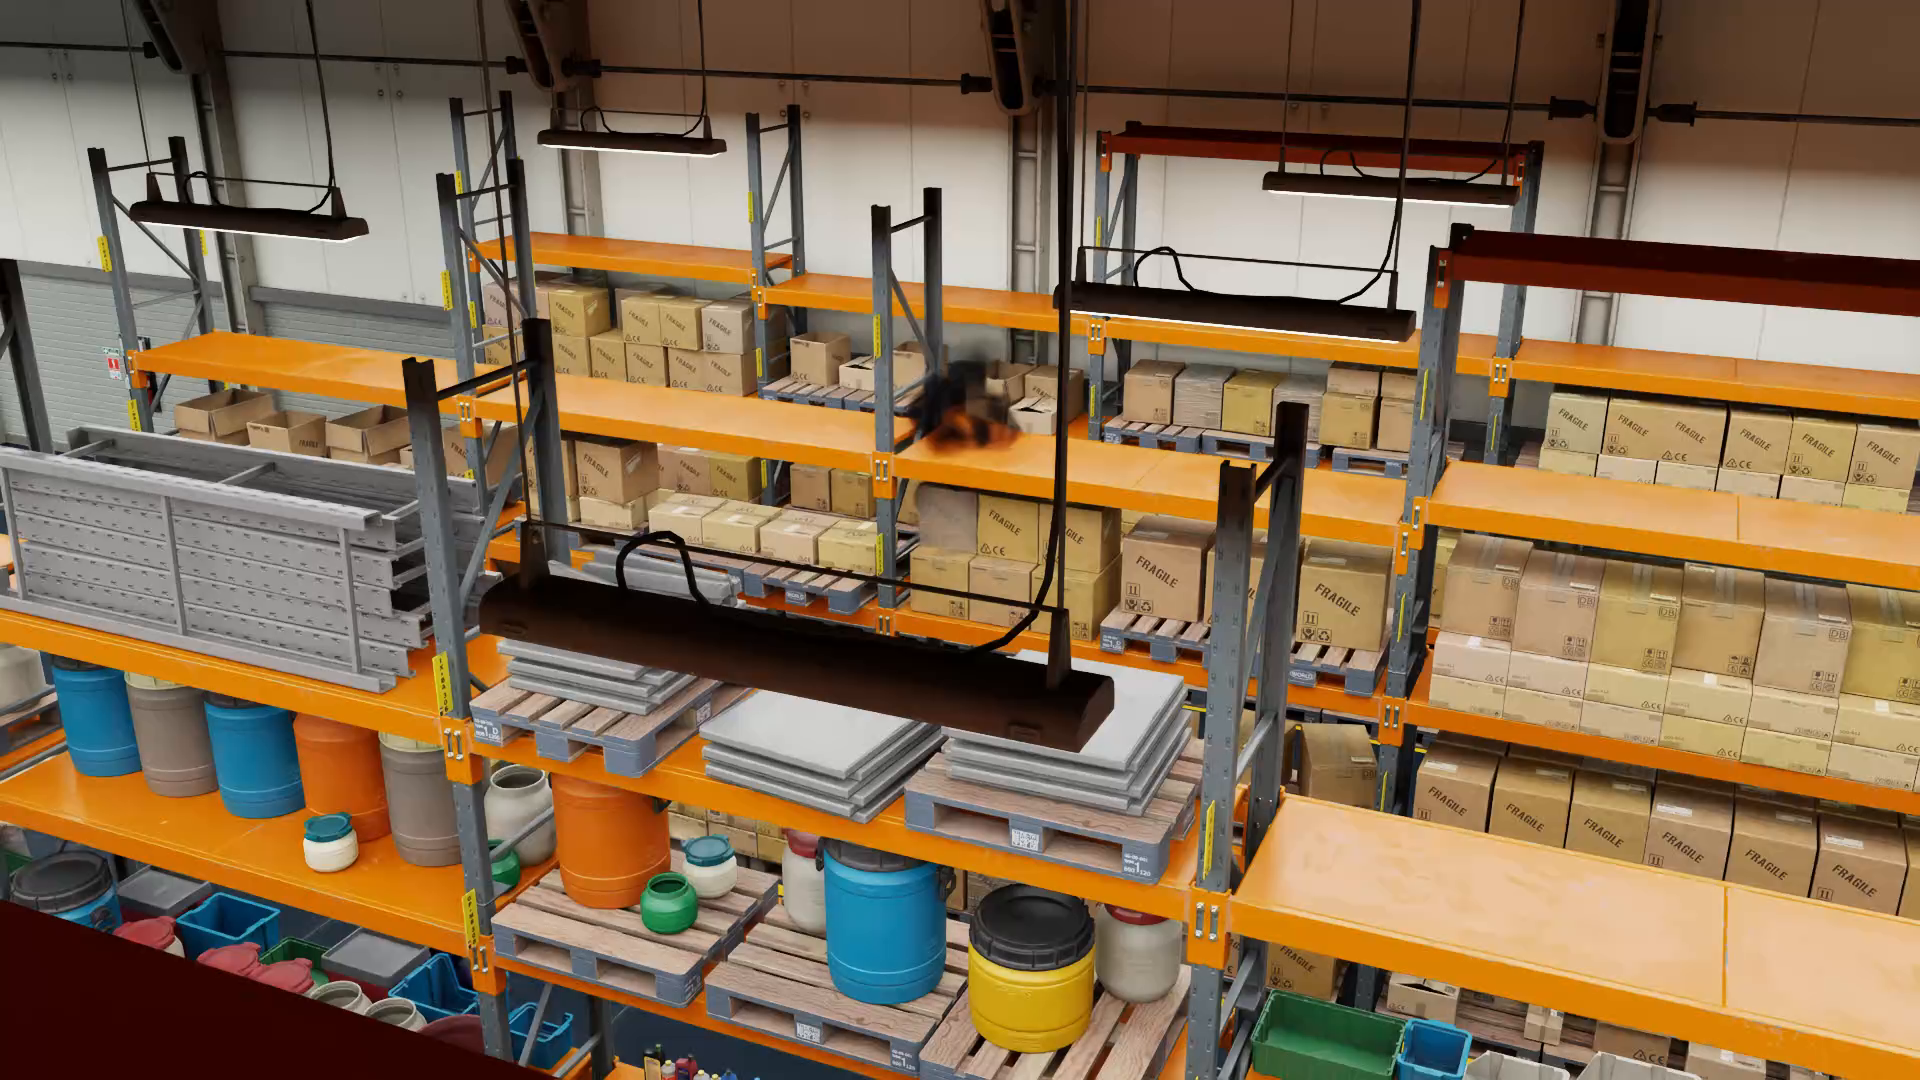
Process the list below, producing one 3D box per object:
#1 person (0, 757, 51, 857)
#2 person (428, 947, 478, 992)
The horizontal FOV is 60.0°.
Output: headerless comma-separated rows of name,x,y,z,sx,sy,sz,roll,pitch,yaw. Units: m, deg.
person,-7.940,2.343,13.940,0.848,1.807,0.685,9,22,23
person,-3.796,3.009,12.434,0.586,1.600,0.593,6,21,15
